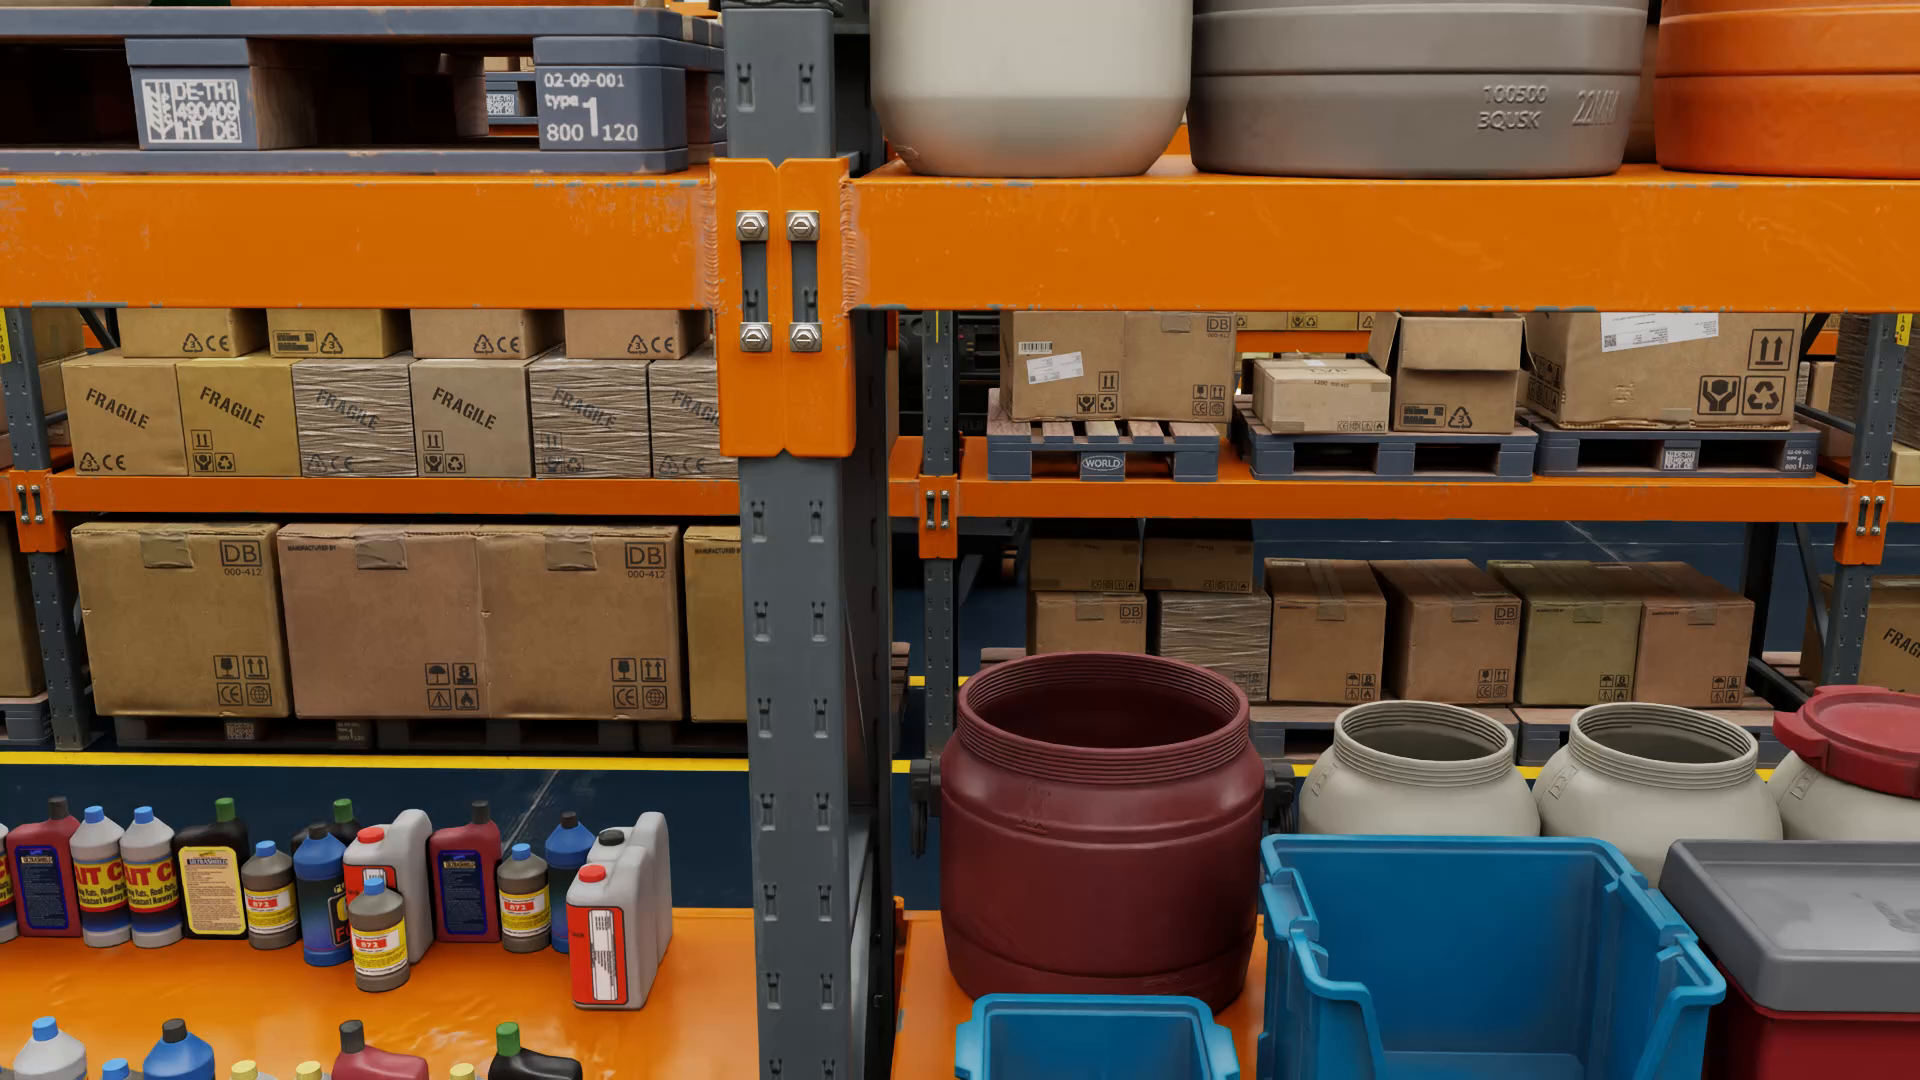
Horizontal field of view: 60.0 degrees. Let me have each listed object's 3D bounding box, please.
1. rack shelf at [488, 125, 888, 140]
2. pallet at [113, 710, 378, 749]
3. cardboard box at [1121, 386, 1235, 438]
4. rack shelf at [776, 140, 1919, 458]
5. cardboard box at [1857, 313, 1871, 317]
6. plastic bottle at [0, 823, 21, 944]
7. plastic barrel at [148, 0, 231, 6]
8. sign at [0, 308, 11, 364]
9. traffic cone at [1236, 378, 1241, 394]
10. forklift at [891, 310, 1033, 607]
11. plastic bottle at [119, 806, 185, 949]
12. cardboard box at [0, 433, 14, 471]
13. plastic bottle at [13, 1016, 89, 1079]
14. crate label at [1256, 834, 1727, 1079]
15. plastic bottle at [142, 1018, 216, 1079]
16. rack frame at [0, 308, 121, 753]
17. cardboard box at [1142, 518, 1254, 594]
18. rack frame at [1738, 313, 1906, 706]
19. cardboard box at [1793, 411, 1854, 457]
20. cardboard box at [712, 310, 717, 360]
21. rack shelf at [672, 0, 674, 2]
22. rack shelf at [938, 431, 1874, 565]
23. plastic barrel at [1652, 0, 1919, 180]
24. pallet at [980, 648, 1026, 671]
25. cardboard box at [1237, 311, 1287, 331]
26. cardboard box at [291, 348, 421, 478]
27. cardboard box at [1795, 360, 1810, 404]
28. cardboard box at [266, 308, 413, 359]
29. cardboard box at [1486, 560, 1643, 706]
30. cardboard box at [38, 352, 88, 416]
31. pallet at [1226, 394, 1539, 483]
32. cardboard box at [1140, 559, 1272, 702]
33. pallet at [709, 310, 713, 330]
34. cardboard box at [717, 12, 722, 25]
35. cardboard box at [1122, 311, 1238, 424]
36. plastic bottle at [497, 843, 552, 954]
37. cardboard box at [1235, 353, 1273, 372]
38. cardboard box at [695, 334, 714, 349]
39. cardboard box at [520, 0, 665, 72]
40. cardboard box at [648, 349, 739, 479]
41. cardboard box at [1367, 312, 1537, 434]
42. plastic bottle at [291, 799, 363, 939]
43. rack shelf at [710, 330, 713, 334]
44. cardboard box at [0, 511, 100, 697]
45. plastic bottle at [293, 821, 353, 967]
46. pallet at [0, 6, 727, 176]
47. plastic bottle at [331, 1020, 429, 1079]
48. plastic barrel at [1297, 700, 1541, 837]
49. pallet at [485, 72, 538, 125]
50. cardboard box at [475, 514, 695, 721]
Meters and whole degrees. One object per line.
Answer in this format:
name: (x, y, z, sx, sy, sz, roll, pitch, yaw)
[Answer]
rack shelf: (-2.083, -1.691, 7.400, 4.000, 0.370, 1.077, 0, 15, 1)
pallet: (-3.309, 0.733, 8.150, 1.213, 0.211, 1.003, 0, 15, 1)
cardboard box: (1.624, -0.923, 12.546, 0.750, 0.750, 1.050, 1, 15, 2)
rack shelf: (1.789, -0.402, 2.514, 4.000, 0.370, 1.077, 0, 15, 1)
cardboard box: (4.372, -1.292, 7.619, 0.500, 0.500, 0.500, 0, 15, 1)
plastic bottle: (-1.904, 0.649, 3.251, 0.097, 0.271, 0.097, 0, 15, 0)
plastic barrel: (-1.264, -0.956, 2.686, 0.294, 0.245, 0.294, 0, 15, 0)
sign: (-4.095, -0.917, 7.083, 0.005, 0.325, 0.100, 0, 15, 1)
traffic cone: (2.577, -1.248, 15.163, 0.334, 0.463, 0.336, 0, 15, 1)
forklift: (-0.158, -1.235, 10.274, 1.130, 2.935, 3.031, 2, 15, 6)
plastic bottle: (-1.576, 0.651, 3.243, 0.097, 0.271, 0.097, 0, 15, 0)
cardboard box: (-4.396, -0.399, 7.463, 0.250, 0.149, 0.380, 0, 15, 2)
plastic bottle: (-1.360, 0.846, 2.504, 0.097, 0.271, 0.097, 0, 15, 0)
crate label: (0.776, 0.746, 2.563, 0.616, 0.435, 0.502, 0, 15, 1)
plastic bottle: (-1.166, 0.848, 2.499, 0.097, 0.271, 0.097, 0, 15, 0)
rack frame: (-4.083, -0.602, 7.740, 0.127, 3.000, 1.000, 0, 15, 1)
cardboard box: (1.117, 0.055, 7.818, 0.500, 0.250, 0.500, 2, 15, 8)
rack frame: (3.915, -0.549, 7.543, 0.127, 3.000, 1.000, 0, 15, 1)
cardboard box: (4.137, -0.502, 7.854, 0.250, 0.149, 0.380, 0, 15, 1)
cardboard box: (-0.814, -1.118, 7.534, 0.637, 0.503, 0.797, 1, 15, 3)
rack shelf: (-5.706, -6.959, 21.493, 4.000, 0.370, 1.077, 0, 15, 1)
rack shelf: (1.915, -0.215, 7.684, 4.000, 0.370, 1.077, 0, 15, 1)
plastic barrel: (1.259, -0.906, 2.170, 0.708, 0.830, 0.600, 0, 15, 1)
pallet: (0.697, 0.778, 7.976, 1.213, 0.211, 1.003, 0, 15, 1)
cardboard box: (2.096, -1.807, 12.111, 0.500, 0.500, 0.500, 0, 15, 1)
cardboard box: (-2.626, -0.577, 7.450, 0.500, 0.500, 0.500, 0, 15, 0)
cardboard box: (5.671, -0.963, 12.450, 0.875, 0.875, 0.875, 0, 15, 2)
cardboard box: (-2.758, -1.126, 7.564, 0.637, 0.503, 0.797, 1, 15, 2)
cardboard box: (2.825, 0.429, 7.871, 0.500, 0.500, 0.700, 0, 15, 1)
cardboard box: (-4.546, -0.743, 7.986, 0.500, 0.250, 0.500, 0, 15, 0)
pallet: (1.896, -0.480, 7.657, 1.213, 0.211, 1.003, 0, 15, 1)
cardboard box: (1.141, 0.420, 7.906, 0.500, 0.500, 0.700, -1, 15, -3)
pallet: (-1.836, -1.749, 12.467, 1.213, 0.211, 1.003, 0, 15, 1)
cardboard box: (-1.554, -3.648, 11.711, 0.258, 0.266, 0.396, 0, 15, 1)
cardboard box: (1.018, -0.855, 7.683, 0.500, 0.500, 0.700, 3, 15, 10)
plastic bottle: (-0.847, 0.690, 3.234, 0.097, 0.201, 0.097, 0, 15, 0)
cardboard box: (2.925, -2.016, 17.428, 0.625, 0.372, 0.950, 1, 15, 5)
cardboard box: (-1.078, -0.699, 7.914, 0.500, 0.500, 0.500, 0, 15, 0)
cardboard box: (-1.561, -2.246, 7.074, 0.500, 0.500, 0.500, 1, 15, 4)
cardboard box: (-1.082, -0.569, 7.419, 0.500, 0.500, 0.500, 0, 15, 1)
cardboard box: (2.180, -0.790, 7.429, 0.637, 0.503, 0.797, 2, 15, 7)
plastic bottle: (-1.230, 0.643, 3.251, 0.133, 0.283, 0.061, 0, 15, 1)
rack shelf: (-1.855, -1.505, 12.574, 4.000, 0.370, 1.077, 0, 15, 1)
cardboard box: (-4.740, 0.198, 8.051, 0.875, 0.875, 0.875, 0, 15, 1)
plastic bottle: (-1.214, 0.669, 3.175, 0.097, 0.271, 0.097, 0, 15, 0)
pallet: (-0.973, -0.701, 2.609, 1.213, 0.211, 1.003, 0, 15, 1)
plastic bottle: (-0.856, 0.849, 2.472, 0.133, 0.283, 0.061, 0, 15, 1)
plastic barrel: (0.823, 0.586, 3.021, 0.421, 0.512, 0.421, 0, 15, 0)
pallet: (-1.847, -1.932, 7.272, 1.213, 0.211, 1.003, 1, 15, 4)
cardboard box: (-1.664, 0.231, 7.926, 0.875, 0.875, 1.225, 0, 15, 2)
